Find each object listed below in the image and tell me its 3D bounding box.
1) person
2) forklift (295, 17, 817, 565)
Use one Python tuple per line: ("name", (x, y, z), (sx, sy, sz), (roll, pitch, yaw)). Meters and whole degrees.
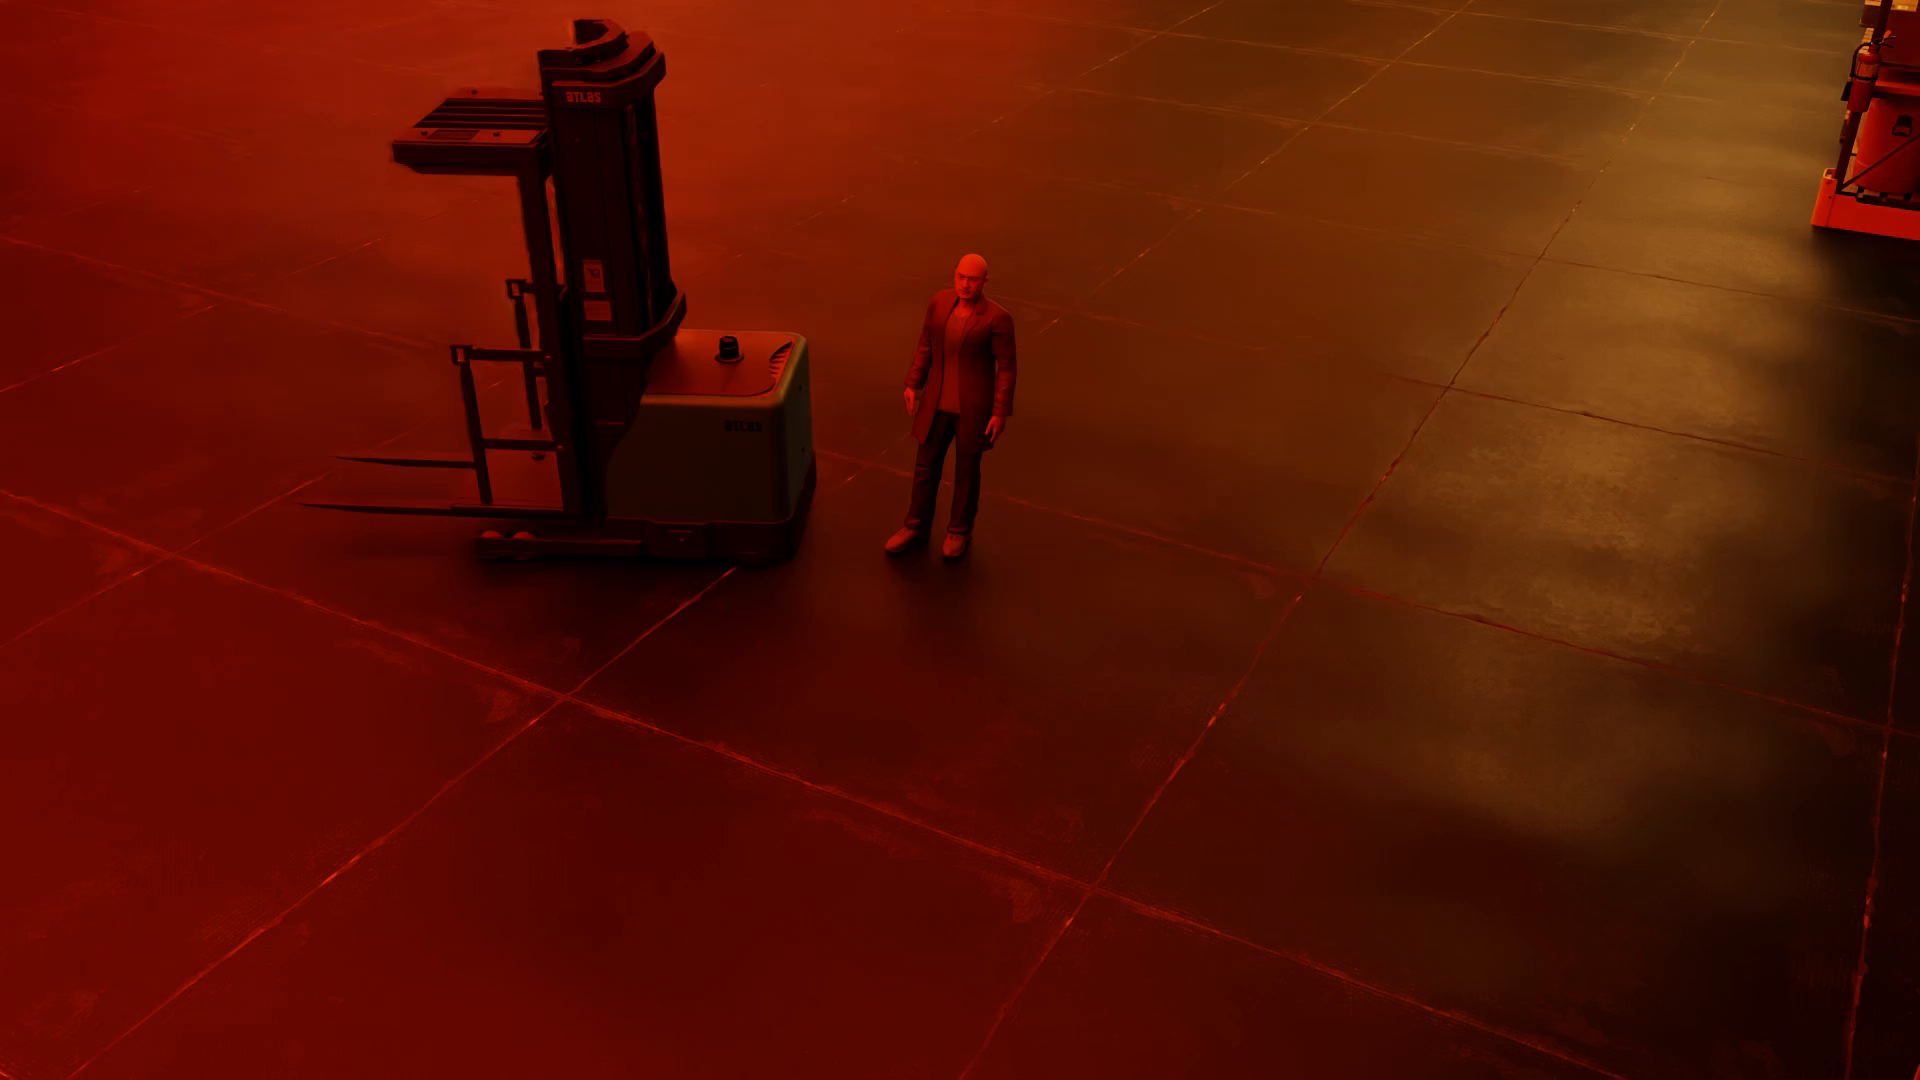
("person", (-0.048, -0.737, 9.487), (0.698, 1.778, 0.579), (15, 33, 25))
("forklift", (-2.445, -1.410, 9.513), (3.031, 2.935, 1.130), (2, 30, 4))
